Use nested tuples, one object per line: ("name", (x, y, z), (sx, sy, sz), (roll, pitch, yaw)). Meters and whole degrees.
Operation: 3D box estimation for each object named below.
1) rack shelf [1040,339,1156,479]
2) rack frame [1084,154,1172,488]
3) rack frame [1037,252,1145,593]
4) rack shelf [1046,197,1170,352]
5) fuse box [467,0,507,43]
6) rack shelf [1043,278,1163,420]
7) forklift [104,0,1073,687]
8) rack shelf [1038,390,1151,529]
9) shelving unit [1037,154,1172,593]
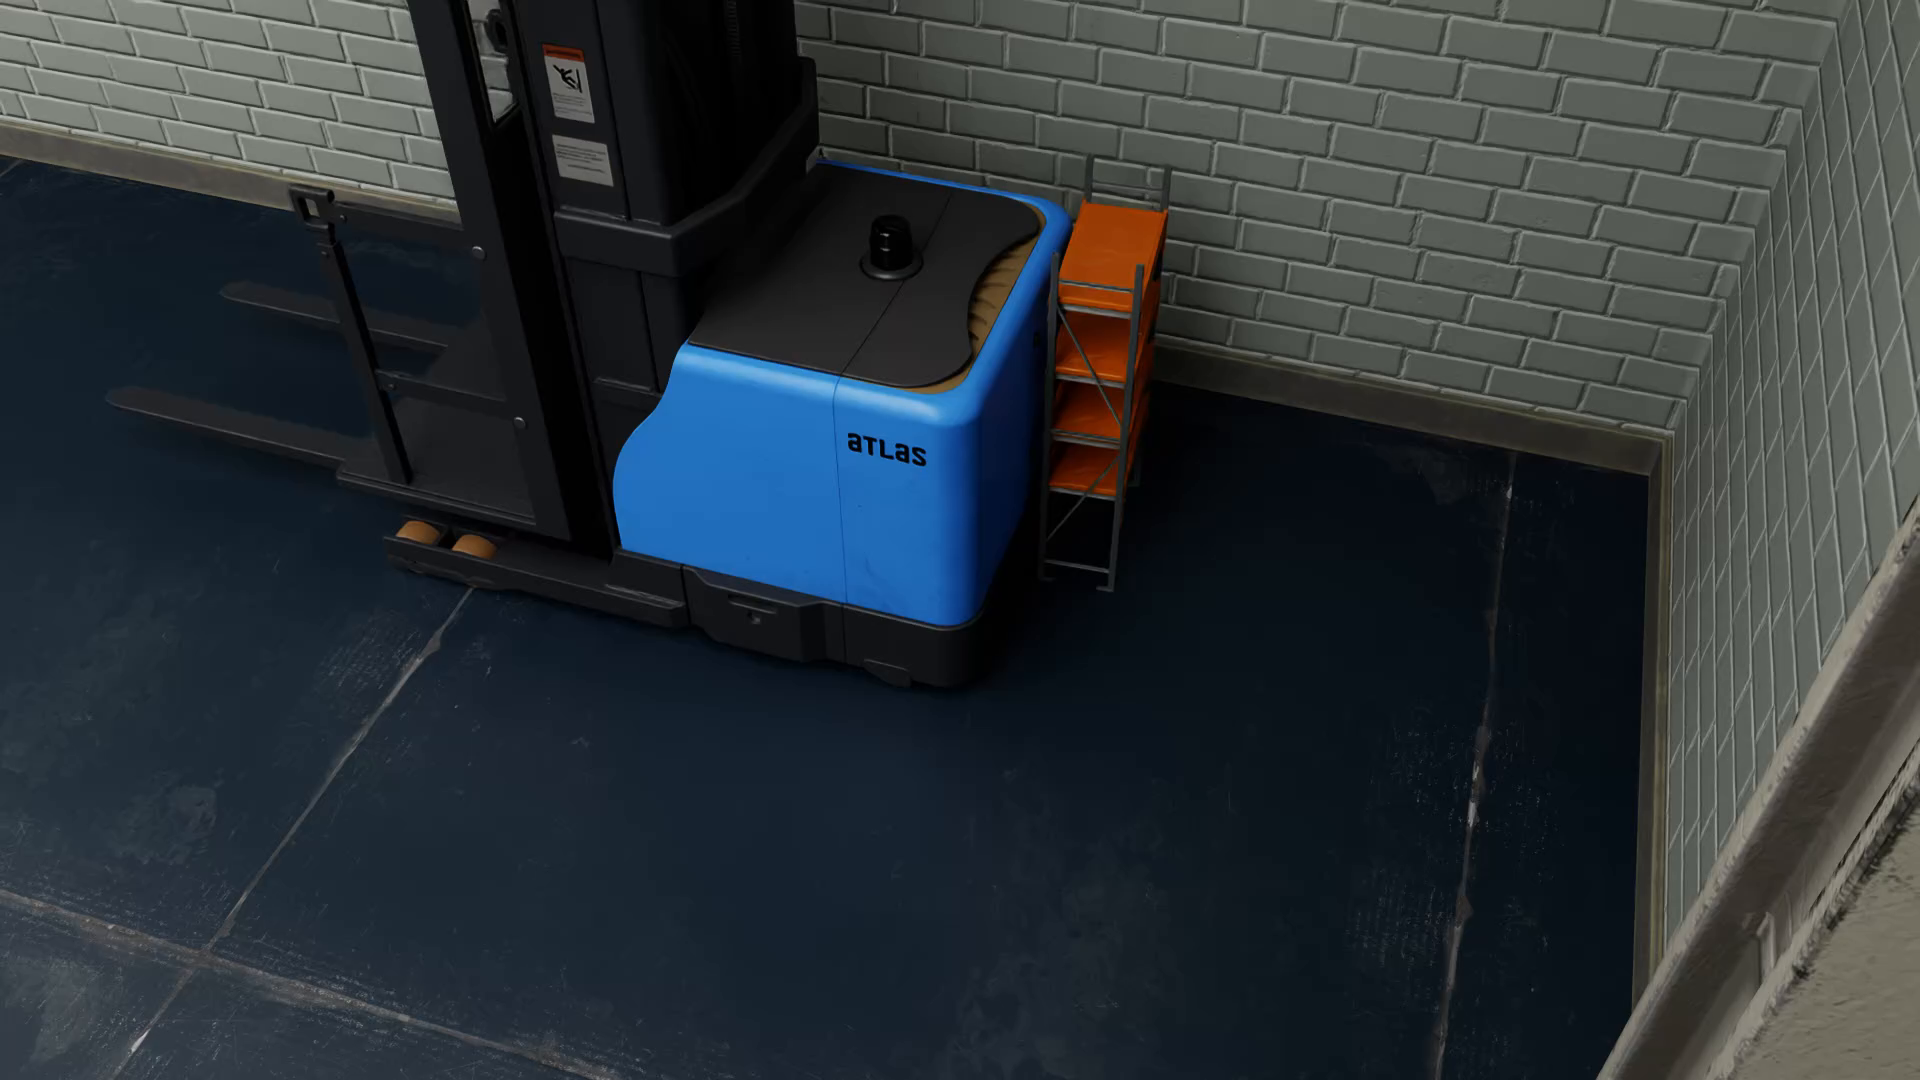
("rack shelf", (0.412, -0.409, 4.907), (0.258, 0.148, 0.480), (10, 45, 10))
("rack frame", (0.469, -0.623, 5.029), (0.240, 1.200, 0.015), (10, 45, 10))
("rack frame", (0.355, -0.292, 4.690), (0.240, 1.200, 0.015), (10, 45, 10))
("rack shelf", (0.412, -0.738, 4.585), (0.258, 0.148, 0.480), (10, 45, 10))
("fuse box", (-1.511, -1.529, 5.589), (0.539, 1.711, 0.414), (13, 46, 13))
("rack shelf", (0.412, -0.569, 4.750), (0.258, 0.148, 0.480), (10, 45, 10))
("forklift", (-1.242, -1.238, 4.419), (3.031, 2.935, 1.130), (13, 46, 13))
("rack shelf", (0.412, -0.268, 5.046), (0.258, 0.148, 0.480), (10, 45, 10))
("shelving unit", (0.412, -0.458, 4.860), (0.258, 1.200, 0.503), (10, 45, 10))
